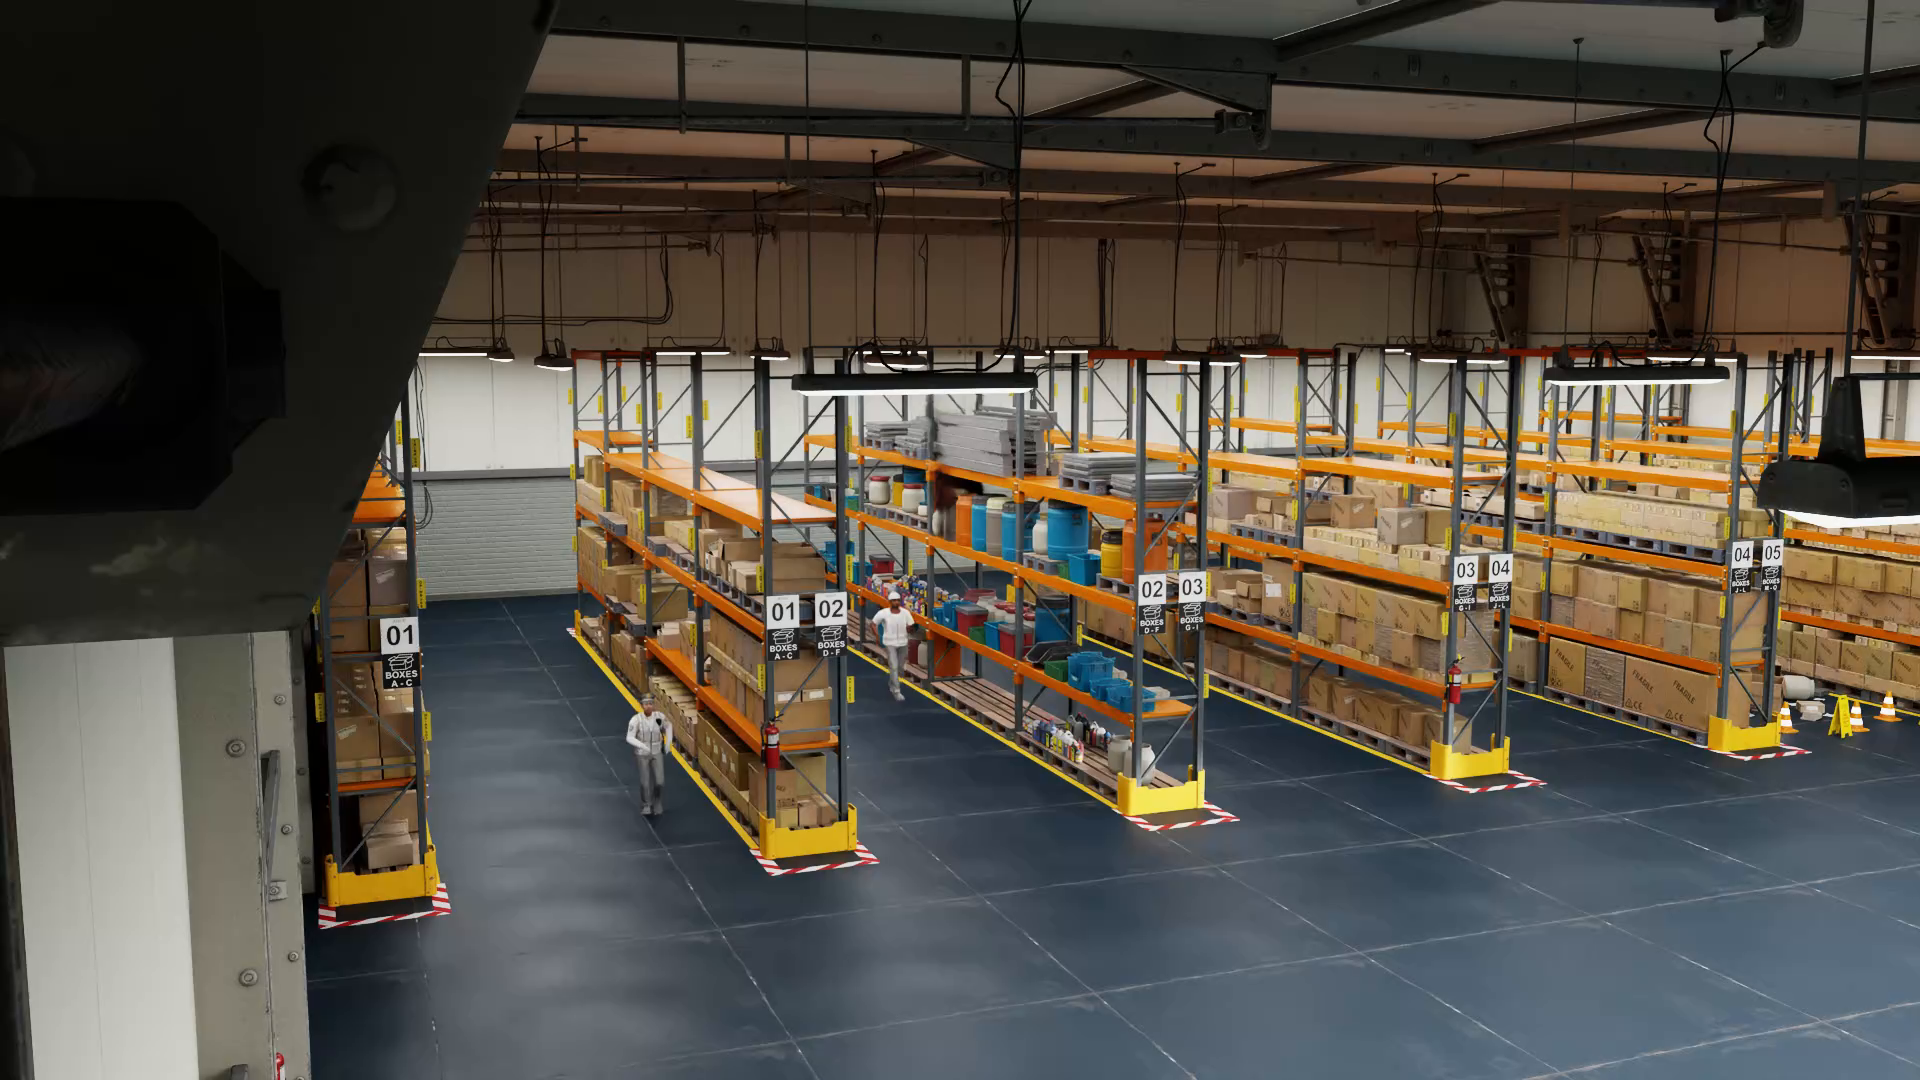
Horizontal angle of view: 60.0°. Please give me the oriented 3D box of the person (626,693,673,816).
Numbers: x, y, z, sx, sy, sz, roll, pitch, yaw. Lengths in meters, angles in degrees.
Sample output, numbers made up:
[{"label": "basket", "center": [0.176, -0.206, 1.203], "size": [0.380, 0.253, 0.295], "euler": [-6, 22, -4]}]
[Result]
[{"label": "person", "center": [-4.042, 2.808, 21.691], "size": [0.601, 1.671, 0.618], "euler": [-3, 8, -20]}]

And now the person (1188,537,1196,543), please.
[{"label": "person", "center": [5.271, 0.763, 38.121], "size": [0.549, 1.687, 0.655], "euler": [-3, 8, -23]}]

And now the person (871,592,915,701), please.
[{"label": "person", "center": [-1.065, 1.751, 27.527], "size": [0.710, 1.792, 0.897], "euler": [-3, 8, -23]}]
